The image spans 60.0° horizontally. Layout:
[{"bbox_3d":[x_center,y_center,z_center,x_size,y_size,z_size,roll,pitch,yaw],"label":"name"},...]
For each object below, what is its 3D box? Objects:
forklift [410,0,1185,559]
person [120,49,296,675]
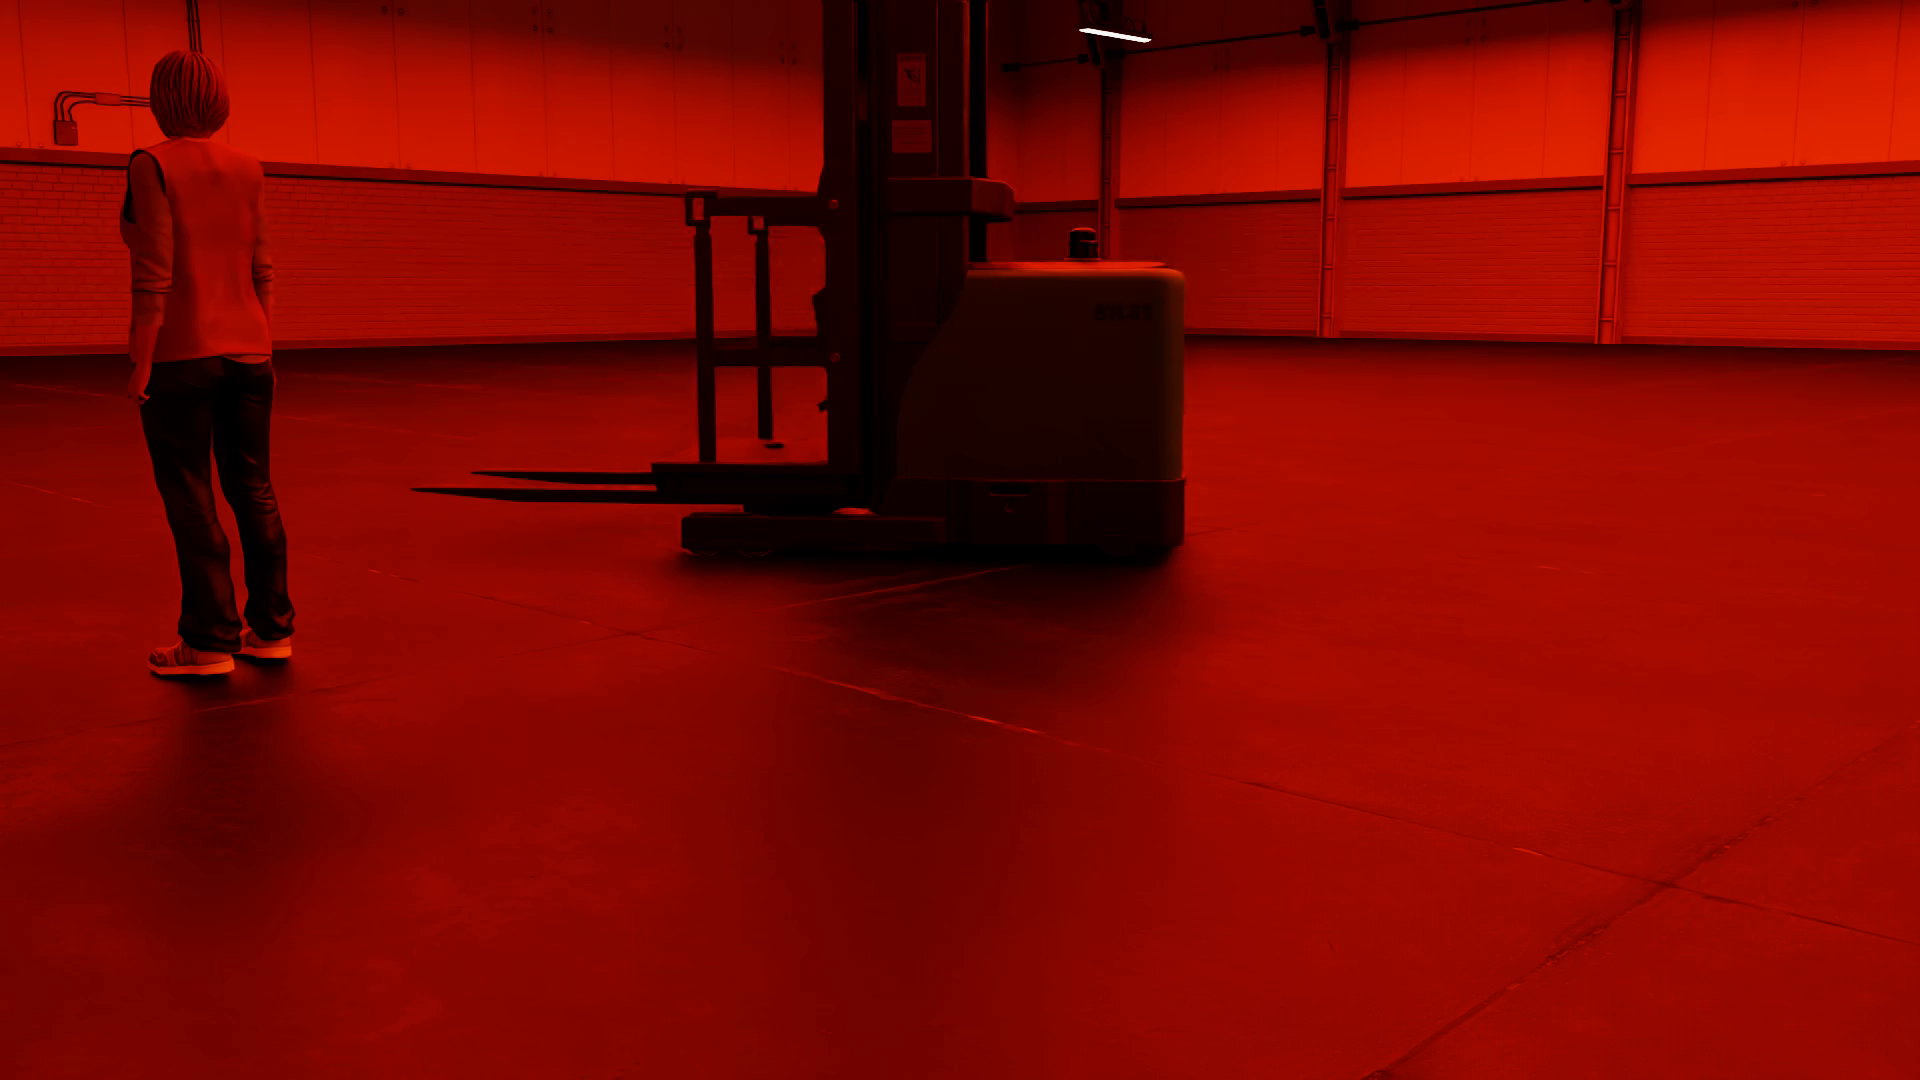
[{"bbox_3d":[-0.633,-1.456,6.546,3.031,2.935,1.130,1,9,6],"label":"forklift"},{"bbox_3d":[-1.973,-0.450,4.332,0.315,1.604,0.414,5,10,31],"label":"person"}]
